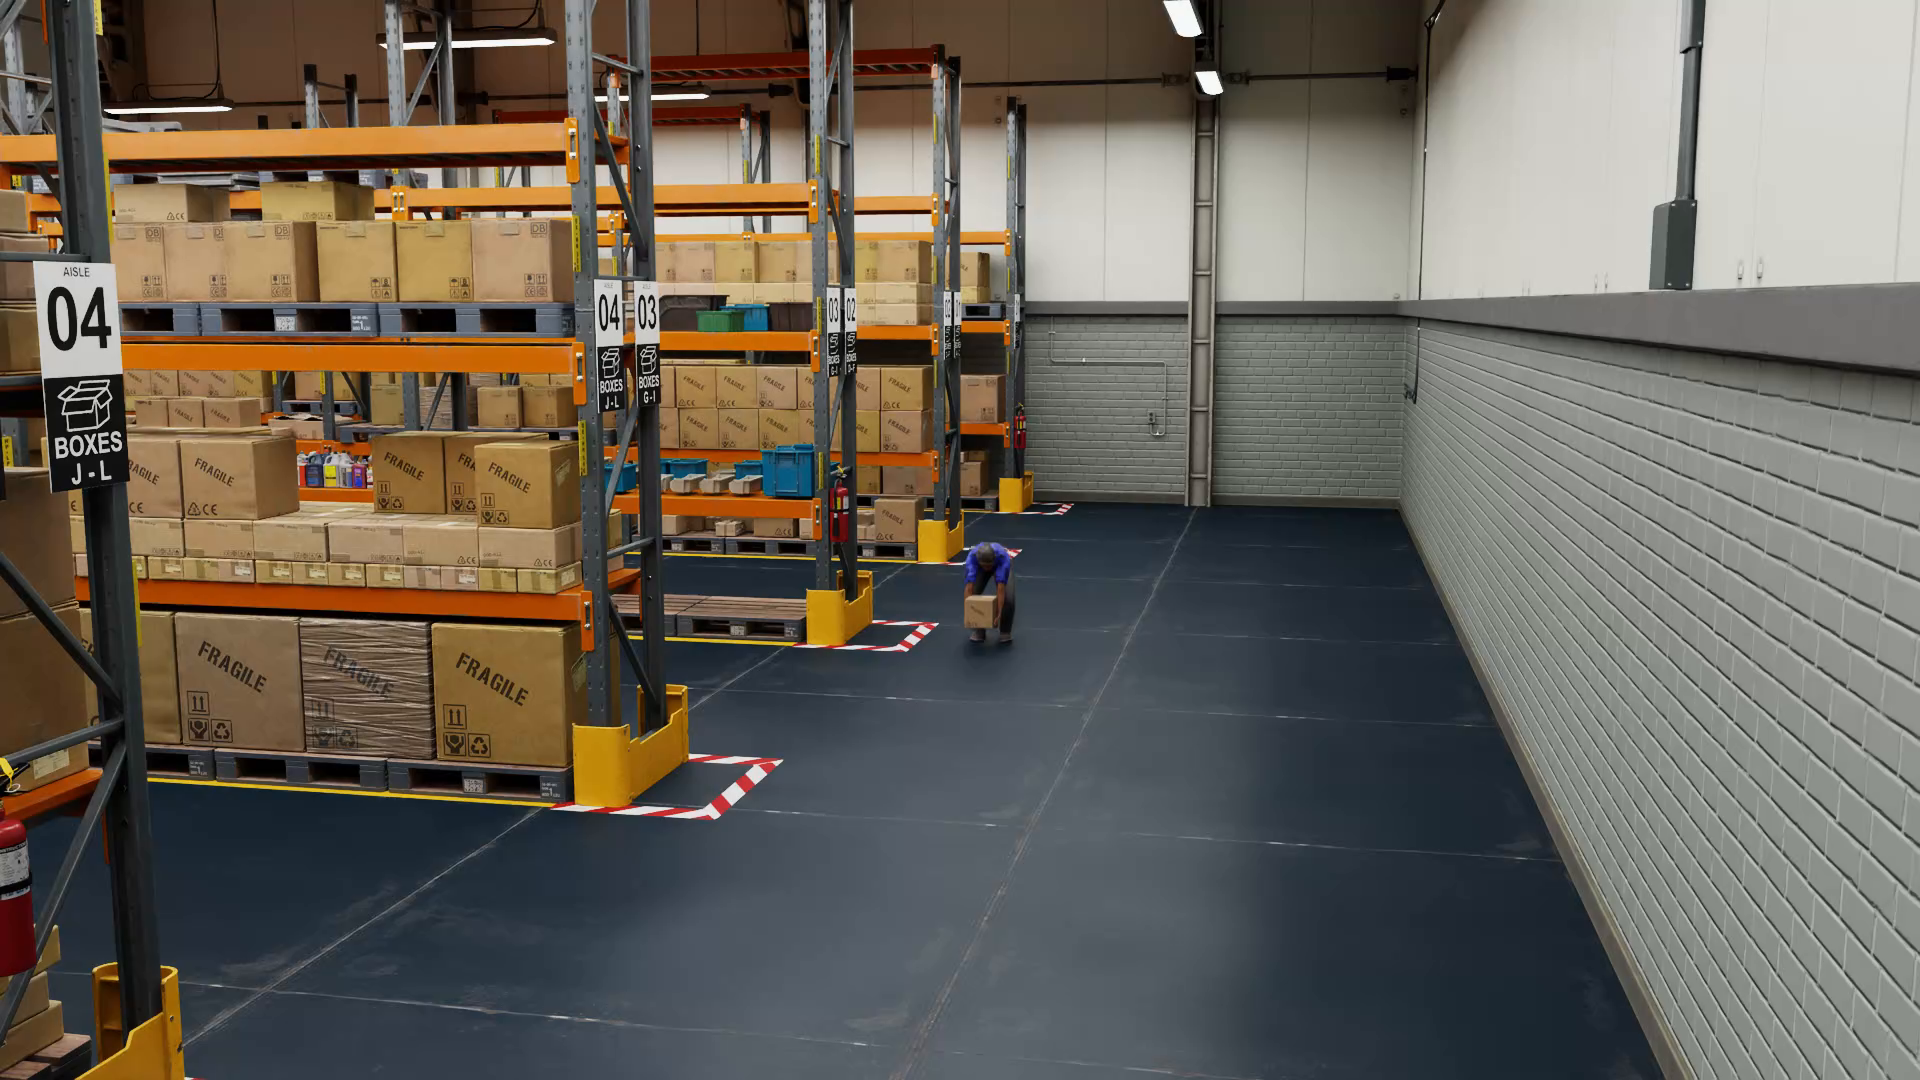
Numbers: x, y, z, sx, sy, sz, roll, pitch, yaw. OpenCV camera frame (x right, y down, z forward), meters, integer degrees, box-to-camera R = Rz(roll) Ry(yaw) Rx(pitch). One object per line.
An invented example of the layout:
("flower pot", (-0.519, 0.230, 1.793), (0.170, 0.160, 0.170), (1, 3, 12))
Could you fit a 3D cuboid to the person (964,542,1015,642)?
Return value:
("person", (0.268, 0.466, 15.066), (0.469, 0.957, 0.859), (1, 8, 9))
